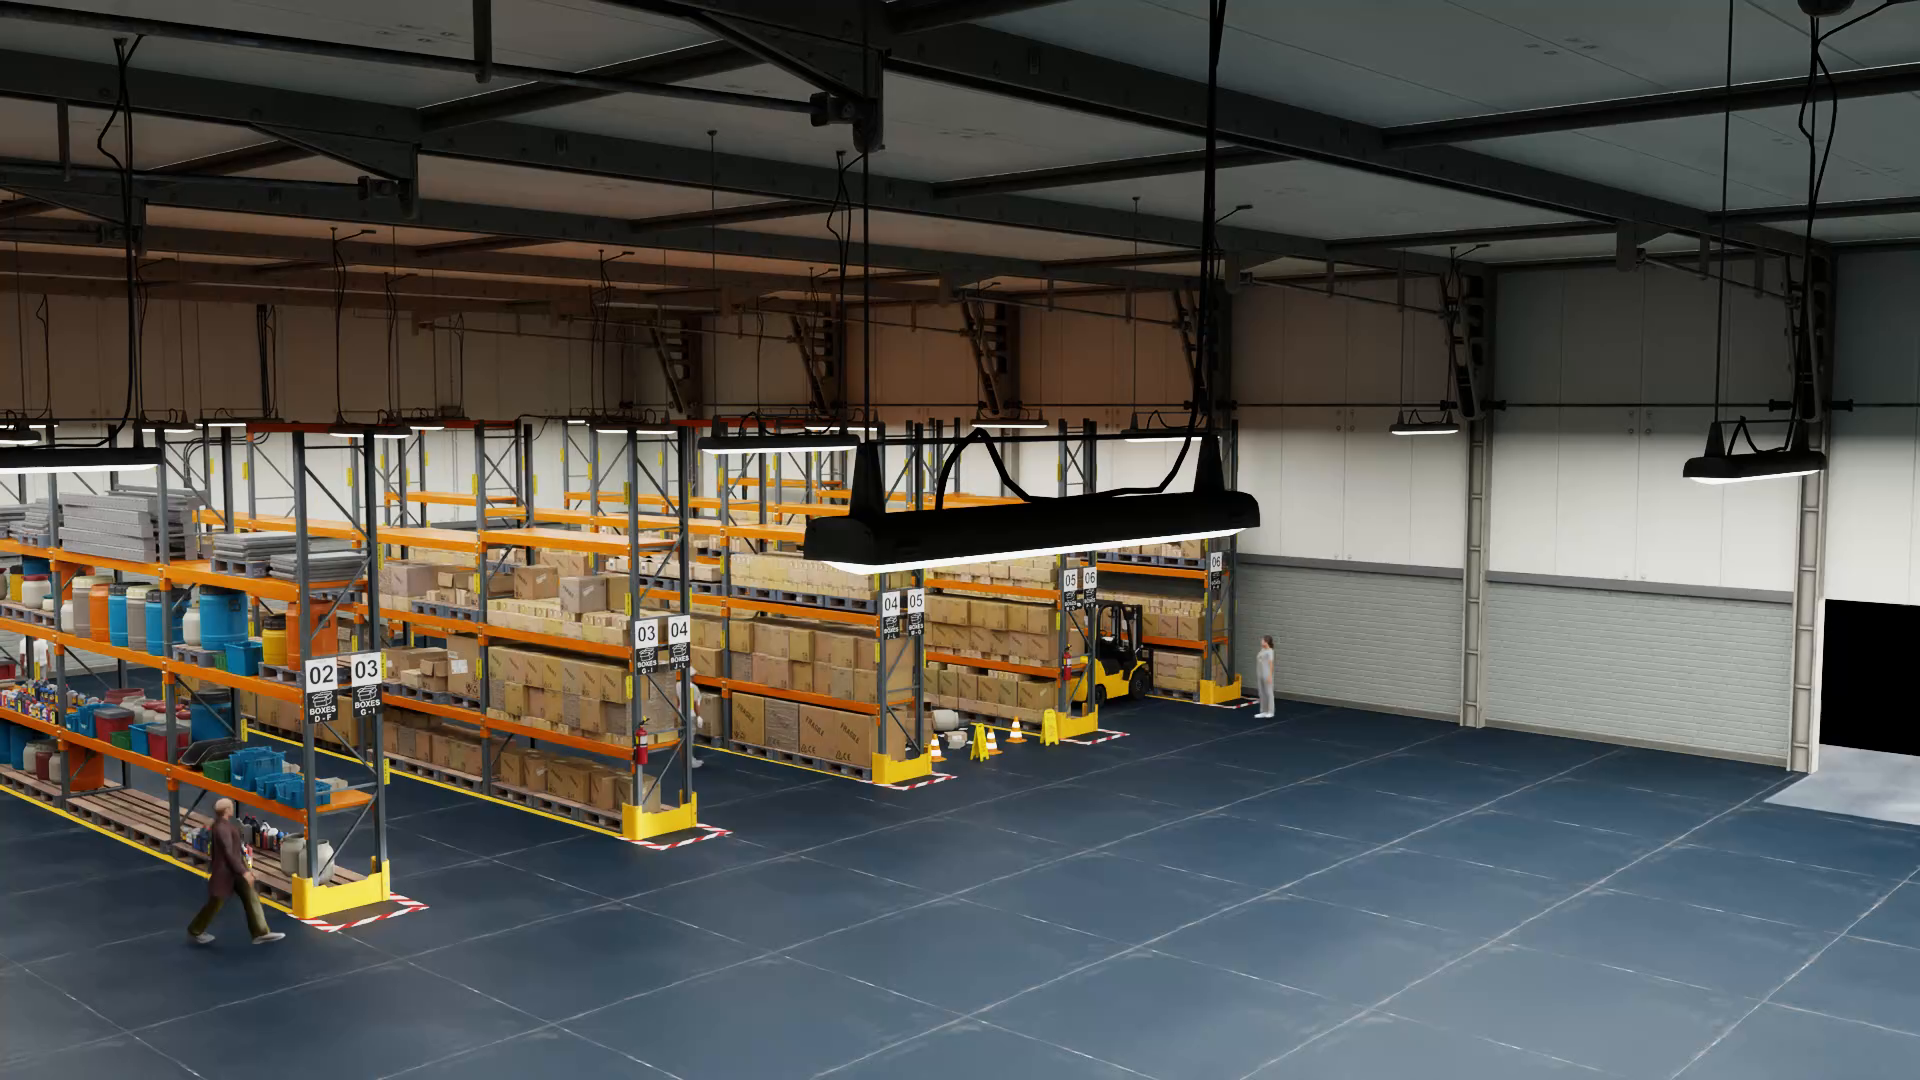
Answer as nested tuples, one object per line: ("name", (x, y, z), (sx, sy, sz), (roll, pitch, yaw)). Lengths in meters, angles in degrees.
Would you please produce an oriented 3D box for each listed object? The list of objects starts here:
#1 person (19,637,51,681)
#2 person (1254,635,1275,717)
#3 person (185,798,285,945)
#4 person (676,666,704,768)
("person", (-19.197, 2.617, 34.540), (0.414, 1.775, 0.581), (3, 6, 35))
("person", (6.190, 2.769, 33.559), (0.404, 1.682, 0.531), (-3, 5, -30))
("person", (-8.494, 3.878, 19.411), (1.096, 1.732, 0.524), (1, 5, 10))
("person", (-4.688, 3.075, 29.028), (0.491, 1.787, 0.626), (-2, 5, -23))
